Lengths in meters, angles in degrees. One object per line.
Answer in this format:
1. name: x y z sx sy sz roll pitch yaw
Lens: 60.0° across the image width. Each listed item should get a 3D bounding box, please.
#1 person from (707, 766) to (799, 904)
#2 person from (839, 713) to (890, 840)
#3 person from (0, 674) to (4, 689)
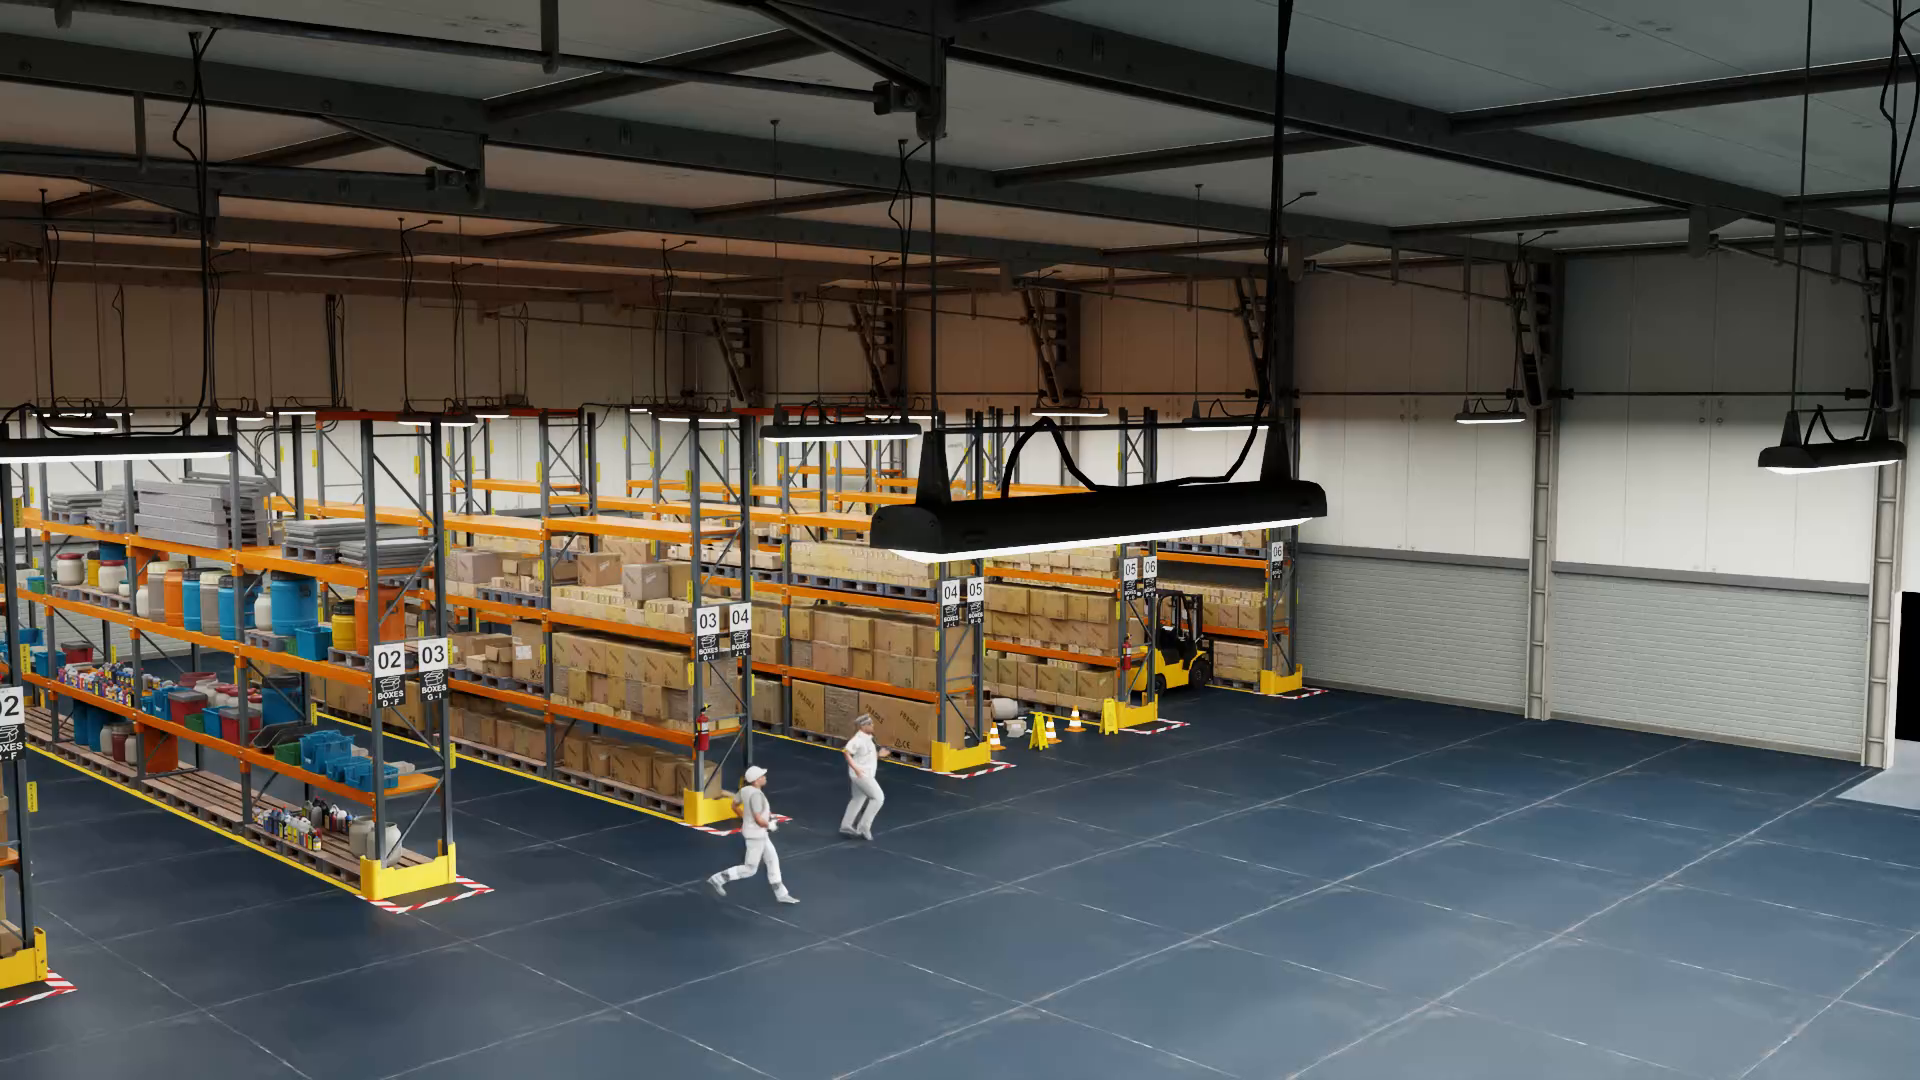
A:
1. person: -2.534 3.655 20.392 1.143 1.776 0.626 -1 5 -14
2. person: -1.357 3.372 23.702 0.742 1.837 0.627 -1 5 -6
3. person: -15.845 3.016 27.298 0.700 1.729 0.795 -4 7 -41
